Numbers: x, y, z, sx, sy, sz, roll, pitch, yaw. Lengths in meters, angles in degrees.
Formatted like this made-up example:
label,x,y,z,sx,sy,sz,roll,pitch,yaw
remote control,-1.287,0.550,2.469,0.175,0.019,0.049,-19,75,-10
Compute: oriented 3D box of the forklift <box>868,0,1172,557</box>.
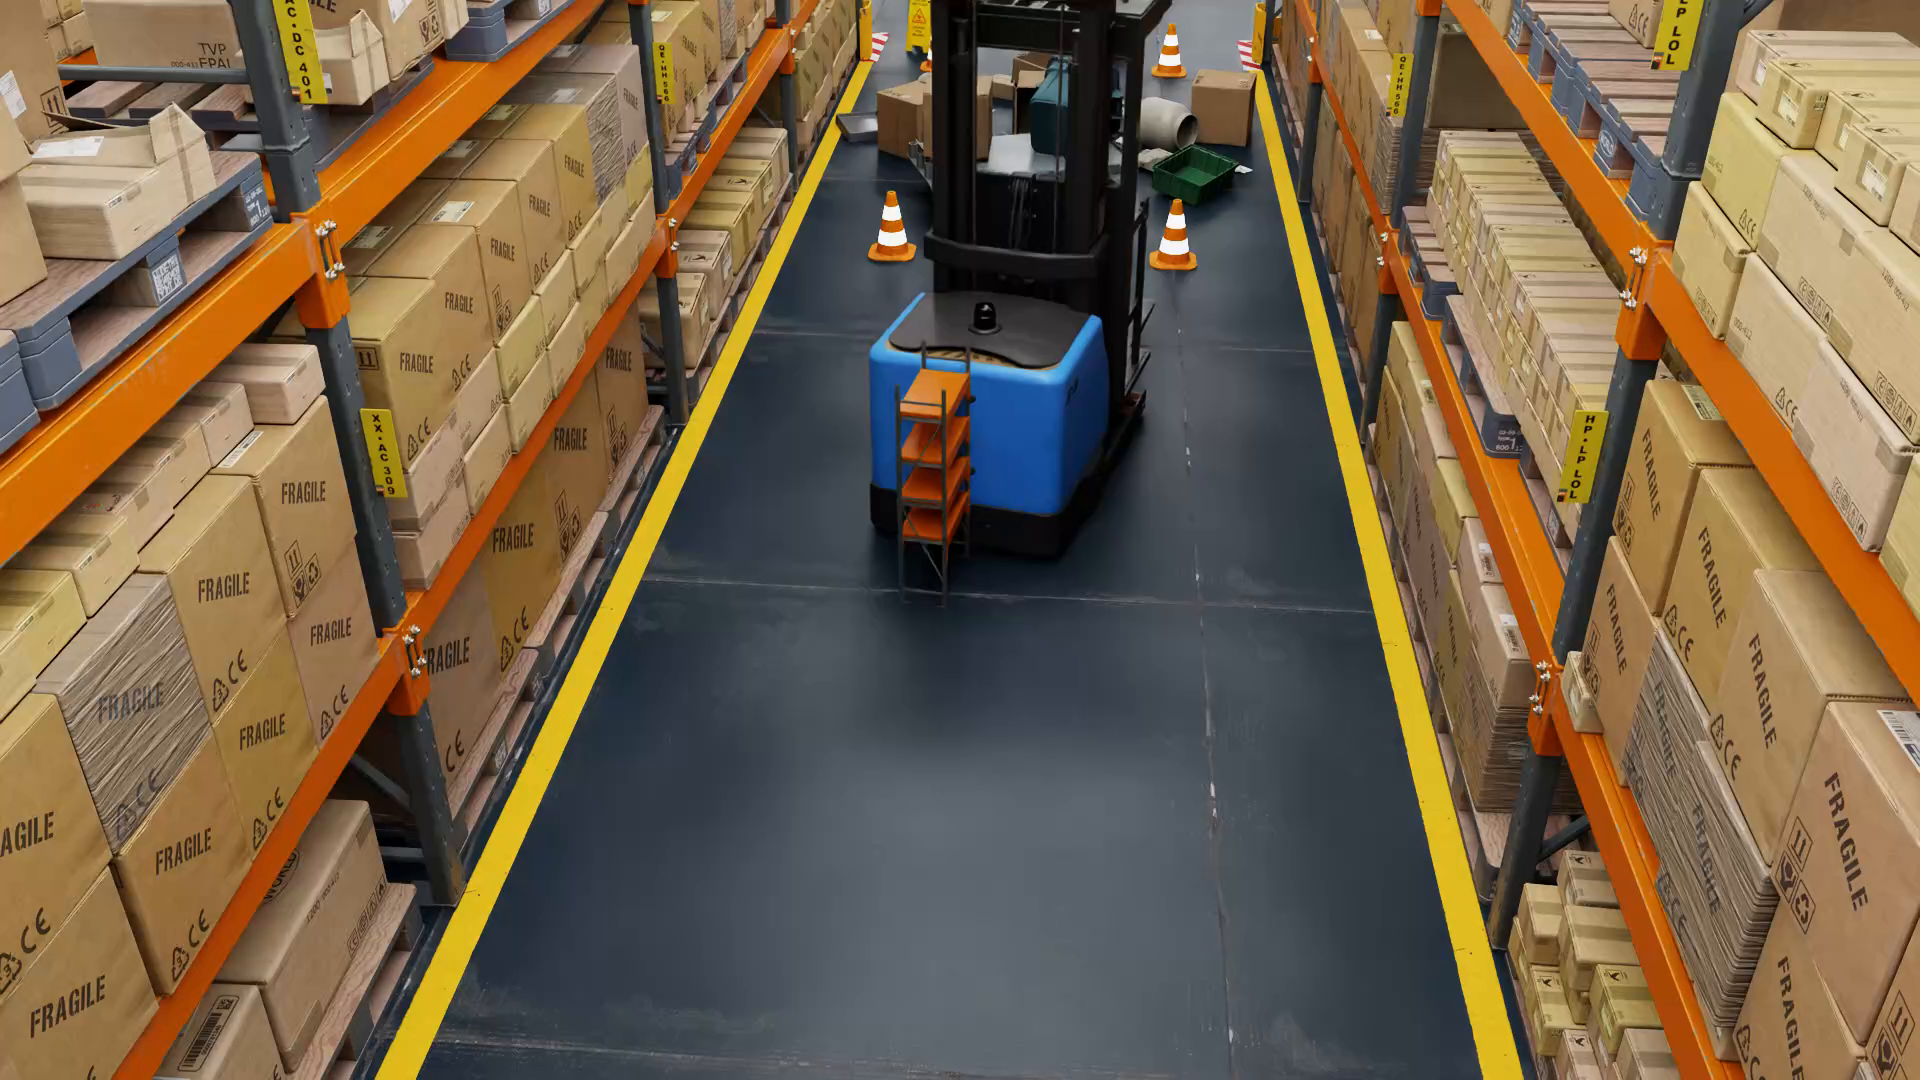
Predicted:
label,x,y,z,sx,sy,sz,roll,pitch,yaw
forklift,0.472,-1.926,9.082,1.130,2.935,3.031,10,33,15

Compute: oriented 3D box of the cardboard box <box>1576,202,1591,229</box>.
label,x,y,z,sx,sy,sz,roll,pitch,yaw
cardboard box,3.220,-1.616,8.069,0.380,0.149,0.250,4,32,6

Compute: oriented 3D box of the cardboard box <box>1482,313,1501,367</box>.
label,x,y,z,sx,sy,sz,roll,pitch,yaw
cardboard box,2.461,-0.852,7.113,0.380,0.149,0.250,1,32,2

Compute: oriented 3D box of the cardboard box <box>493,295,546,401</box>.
label,x,y,z,sx,sy,sz,roll,pitch,yaw
cardboard box,-2.042,-0.806,6.865,0.500,0.250,0.500,3,32,5

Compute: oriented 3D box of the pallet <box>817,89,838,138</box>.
label,x,y,z,sx,sy,sz,roll,pitch,yaw
pallet,-1.673,-3.891,14.862,1.003,0.211,1.213,2,32,4

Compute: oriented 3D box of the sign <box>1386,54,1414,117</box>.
label,x,y,z,sx,sy,sz,roll,pitch,yaw
sign,2.273,-2.350,8.601,0.100,0.325,0.005,2,32,4

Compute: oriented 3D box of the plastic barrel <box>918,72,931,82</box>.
label,x,y,z,sx,sy,sz,roll,pitch,yaw
plastic barrel,-0.123,-3.936,14.733,0.512,0.421,0.421,27,41,37

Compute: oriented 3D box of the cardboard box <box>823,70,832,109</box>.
label,x,y,z,sx,sy,sz,roll,pitch,yaw
cardboard box,-1.399,-3.948,14.517,0.500,0.250,0.500,2,32,3

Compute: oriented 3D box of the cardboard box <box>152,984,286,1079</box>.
label,x,y,z,sx,sy,sz,roll,pitch,yaw
cardboard box,-2.671,1.802,5.009,0.875,0.438,0.875,2,32,3

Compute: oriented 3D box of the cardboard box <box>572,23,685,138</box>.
label,x,y,z,sx,sy,sz,roll,pitch,yaw
cardboard box,-1.848,-2.567,9.278,0.500,0.500,0.500,2,32,3

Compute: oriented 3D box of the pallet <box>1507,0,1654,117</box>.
label,x,y,z,sx,sy,sz,roll,pitch,yaw
pallet,2.739,-1.801,6.134,1.213,0.211,1.003,2,32,4

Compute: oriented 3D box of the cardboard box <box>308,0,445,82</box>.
label,x,y,z,sx,sy,sz,roll,pitch,yaw
cardboard box,-2.080,-1.849,5.537,0.500,0.500,0.500,2,32,3

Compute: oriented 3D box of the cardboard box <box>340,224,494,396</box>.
label,x,y,z,sx,sy,sz,roll,pitch,yaw
cardboard box,-2.104,-0.856,6.231,0.500,0.500,0.500,2,32,4

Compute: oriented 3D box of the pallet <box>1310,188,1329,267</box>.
label,x,y,z,sx,sy,sz,roll,pitch,yaw
pallet,3.165,-2.333,12.335,1.003,0.211,1.213,2,32,4

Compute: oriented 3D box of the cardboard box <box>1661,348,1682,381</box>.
label,x,y,z,sx,sy,sz,roll,pitch,yaw
cardboard box,3.093,-0.685,6.841,0.380,0.149,0.250,2,32,3

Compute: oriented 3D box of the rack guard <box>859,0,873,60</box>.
label,x,y,z,sx,sy,sz,roll,pitch,yaw
rack guard,-1.470,-5.073,16.506,1.175,0.500,0.348,2,32,4

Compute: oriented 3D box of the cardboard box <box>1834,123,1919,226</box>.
label,x,y,z,sx,sy,sz,roll,pitch,yaw
cardboard box,2.150,-0.789,3.599,0.380,0.149,0.250,2,32,3

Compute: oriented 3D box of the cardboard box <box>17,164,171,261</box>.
label,x,y,z,sx,sy,sz,roll,pitch,yaw
cardboard box,-2.195,-0.808,4.086,0.380,0.149,0.250,3,32,5

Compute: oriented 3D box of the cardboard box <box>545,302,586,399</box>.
label,x,y,z,sx,sy,sz,roll,pitch,yaw
cardboard box,-1.994,-0.856,7.423,0.500,0.250,0.500,2,32,3

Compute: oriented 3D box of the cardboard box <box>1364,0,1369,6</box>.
label,x,y,z,sx,sy,sz,roll,pitch,yaw
cardboard box,3.078,-3.866,11.116,0.700,0.500,0.500,2,32,3

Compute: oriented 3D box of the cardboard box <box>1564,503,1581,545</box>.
label,x,y,z,sx,sy,sz,roll,pitch,yaw
cardboard box,2.336,-0.032,5.781,0.380,0.149,0.250,2,32,3

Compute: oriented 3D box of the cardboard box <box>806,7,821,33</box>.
label,x,y,z,sx,sy,sz,roll,pitch,yaw
cardboard box,-1.362,-4.318,13.785,0.380,0.149,0.250,4,32,6

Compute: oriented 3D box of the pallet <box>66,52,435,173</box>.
label,x,y,z,sx,sy,sz,roll,pitch,yaw
pallet,-2.415,-1.579,5.777,0.805,0.209,1.217,1,32,2

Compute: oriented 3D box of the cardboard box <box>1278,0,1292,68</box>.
label,x,y,z,sx,sy,sz,roll,pitch,yaw
cardboard box,3.489,-4.935,15.524,0.875,0.875,0.875,3,32,4

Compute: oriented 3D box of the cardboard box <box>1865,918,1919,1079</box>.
label,x,y,z,sx,sy,sz,roll,pitch,yaw
cardboard box,2.040,0.966,2.992,0.500,0.500,0.500,4,32,6

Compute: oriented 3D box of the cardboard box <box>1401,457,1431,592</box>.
label,x,y,z,sx,sy,sz,roll,pitch,yaw
cardboard box,2.440,-0.059,7.969,0.500,0.500,0.500,2,32,3

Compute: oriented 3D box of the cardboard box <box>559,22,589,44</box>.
label,x,y,z,sx,sy,sz,roll,pitch,yaw
cardboard box,-2.355,-2.591,9.317,0.500,0.500,0.500,2,32,3

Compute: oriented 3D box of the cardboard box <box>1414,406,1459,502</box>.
label,x,y,z,sx,sy,sz,roll,pitch,yaw
cardboard box,2.435,-0.396,7.800,0.500,0.250,0.500,3,32,4

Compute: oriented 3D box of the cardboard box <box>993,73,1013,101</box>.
label,x,y,z,sx,sy,sz,roll,pitch,yaw
cardboard box,0.443,-4.192,15.411,0.380,0.149,0.250,20,37,29

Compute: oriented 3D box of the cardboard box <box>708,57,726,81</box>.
label,x,y,z,sx,sy,sz,roll,pitch,yaw
cardboard box,-1.723,-3.071,10.713,0.380,0.149,0.250,3,32,6

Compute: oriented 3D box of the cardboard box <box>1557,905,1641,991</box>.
label,x,y,z,sx,sy,sz,roll,pitch,yaw
cardboard box,2.185,1.351,5.449,0.380,0.149,0.250,4,32,6

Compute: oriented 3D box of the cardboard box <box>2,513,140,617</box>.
label,x,y,z,sx,sy,sz,roll,pitch,yaw
cardboard box,-2.295,0.057,4.132,0.380,0.149,0.250,2,32,4

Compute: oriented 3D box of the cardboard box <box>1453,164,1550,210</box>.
label,x,y,z,sx,sy,sz,roll,pitch,yaw
cardboard box,2.553,-1.658,7.854,0.380,0.149,0.250,2,32,4

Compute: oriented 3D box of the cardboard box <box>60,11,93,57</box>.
label,x,y,z,sx,sy,sz,roll,pitch,yaw
cardboard box,-6.552,-3.694,12.028,0.500,0.250,0.500,2,32,4

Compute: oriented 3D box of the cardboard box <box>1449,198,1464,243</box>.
label,x,y,z,sx,sy,sz,roll,pitch,yaw
cardboard box,2.549,-1.508,7.894,0.380,0.149,0.250,2,32,2

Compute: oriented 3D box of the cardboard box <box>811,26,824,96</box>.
label,x,y,z,sx,sy,sz,roll,pitch,yaw
cardboard box,-1.440,-3.990,13.872,0.500,0.500,0.500,4,32,6

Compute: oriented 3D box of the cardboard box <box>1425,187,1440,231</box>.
label,x,y,z,sx,sy,sz,roll,pitch,yaw
cardboard box,2.589,-1.682,8.459,0.380,0.149,0.250,2,32,3

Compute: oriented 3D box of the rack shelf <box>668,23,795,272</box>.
label,x,y,z,sx,sy,sz,roll,pitch,yaw
rack shelf,-1.952,-2.733,11.012,1.077,0.370,4.000,2,32,4

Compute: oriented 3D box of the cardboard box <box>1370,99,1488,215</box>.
label,x,y,z,sx,sy,sz,roll,pitch,yaw
cardboard box,2.596,-2.125,9.244,0.500,0.500,0.500,2,32,4

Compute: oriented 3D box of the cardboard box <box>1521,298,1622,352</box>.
label,x,y,z,sx,sy,sz,roll,pitch,yaw
cardboard box,2.428,-0.828,6.507,0.380,0.149,0.250,1,32,2

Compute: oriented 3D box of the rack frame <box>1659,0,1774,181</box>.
label,x,y,z,sx,sy,sz,roll,pitch,yaw
rack frame,2.501,-2.298,3.901,1.000,3.000,0.127,2,32,4

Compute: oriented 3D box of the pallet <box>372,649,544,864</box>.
label,x,y,z,sx,sy,sz,roll,pitch,yaw
pallet,-2.453,0.878,7.124,1.003,0.211,1.213,2,32,4

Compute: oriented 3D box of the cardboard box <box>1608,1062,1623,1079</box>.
label,x,y,z,sx,sy,sz,roll,pitch,yaw
cardboard box,2.213,1.747,5.090,0.380,0.149,0.250,1,32,1

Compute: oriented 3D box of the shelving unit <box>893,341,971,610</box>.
label,x,y,z,sx,sy,sz,roll,pitch,yaw
shelving unit,-0.129,-0.308,8.106,0.258,1.200,0.503,7,32,12

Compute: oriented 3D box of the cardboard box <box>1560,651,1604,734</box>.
label,x,y,z,sx,sy,sz,roll,pitch,yaw
cardboard box,2.152,0.497,5.323,0.380,0.149,0.250,4,32,6

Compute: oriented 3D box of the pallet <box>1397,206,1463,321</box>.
label,x,y,z,sx,sy,sz,roll,pitch,yaw
pallet,2.875,-1.376,8.307,1.213,0.211,1.003,2,32,4

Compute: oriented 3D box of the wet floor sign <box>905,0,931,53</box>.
label,x,y,z,sx,sy,sz,roll,pitch,yaw
wet floor sign,-0.382,-5.228,16.619,0.267,0.644,0.232,14,34,21

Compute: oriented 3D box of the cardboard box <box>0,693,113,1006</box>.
label,x,y,z,sx,sy,sz,roll,pitch,yaw
cardboard box,-2.334,0.681,3.737,0.500,0.500,0.500,3,32,4

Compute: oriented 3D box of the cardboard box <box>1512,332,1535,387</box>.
label,x,y,z,sx,sy,sz,roll,pitch,yaw
cardboard box,2.421,-0.705,6.591,0.380,0.149,0.250,1,32,1

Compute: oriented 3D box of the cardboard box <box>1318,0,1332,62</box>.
label,x,y,z,sx,sy,sz,roll,pitch,yaw
cardboard box,2.842,-3.706,11.809,0.500,0.500,0.500,3,32,5

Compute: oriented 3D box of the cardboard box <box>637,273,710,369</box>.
label,x,y,z,sx,sy,sz,roll,pitch,yaw
cardboard box,-2.059,-1.349,10.184,0.950,0.372,0.625,0,32,1

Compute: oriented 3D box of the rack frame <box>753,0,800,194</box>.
label,x,y,z,sx,sy,sz,roll,pitch,yaw
rack frame,-1.789,-4.085,12.520,1.000,3.000,0.127,2,32,4

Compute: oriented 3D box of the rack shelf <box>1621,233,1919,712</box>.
label,x,y,z,sx,sy,sz,roll,pitch,yaw
rack shelf,2.338,0.331,3.180,1.077,0.370,4.000,2,32,4

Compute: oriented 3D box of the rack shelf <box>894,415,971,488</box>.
label,x,y,z,sx,sy,sz,roll,pitch,yaw
rack shelf,-0.129,-0.441,8.024,0.258,0.148,0.480,7,32,12

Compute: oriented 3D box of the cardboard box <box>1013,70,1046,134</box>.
label,x,y,z,sx,sy,sz,roll,pitch,yaw
cardboard box,0.849,-3.656,14.074,0.797,0.637,0.503,2,32,4

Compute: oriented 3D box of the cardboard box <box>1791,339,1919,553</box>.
label,x,y,z,sx,sy,sz,roll,pitch,yaw
cardboard box,2.107,-0.192,3.487,0.500,0.250,0.500,4,32,6
